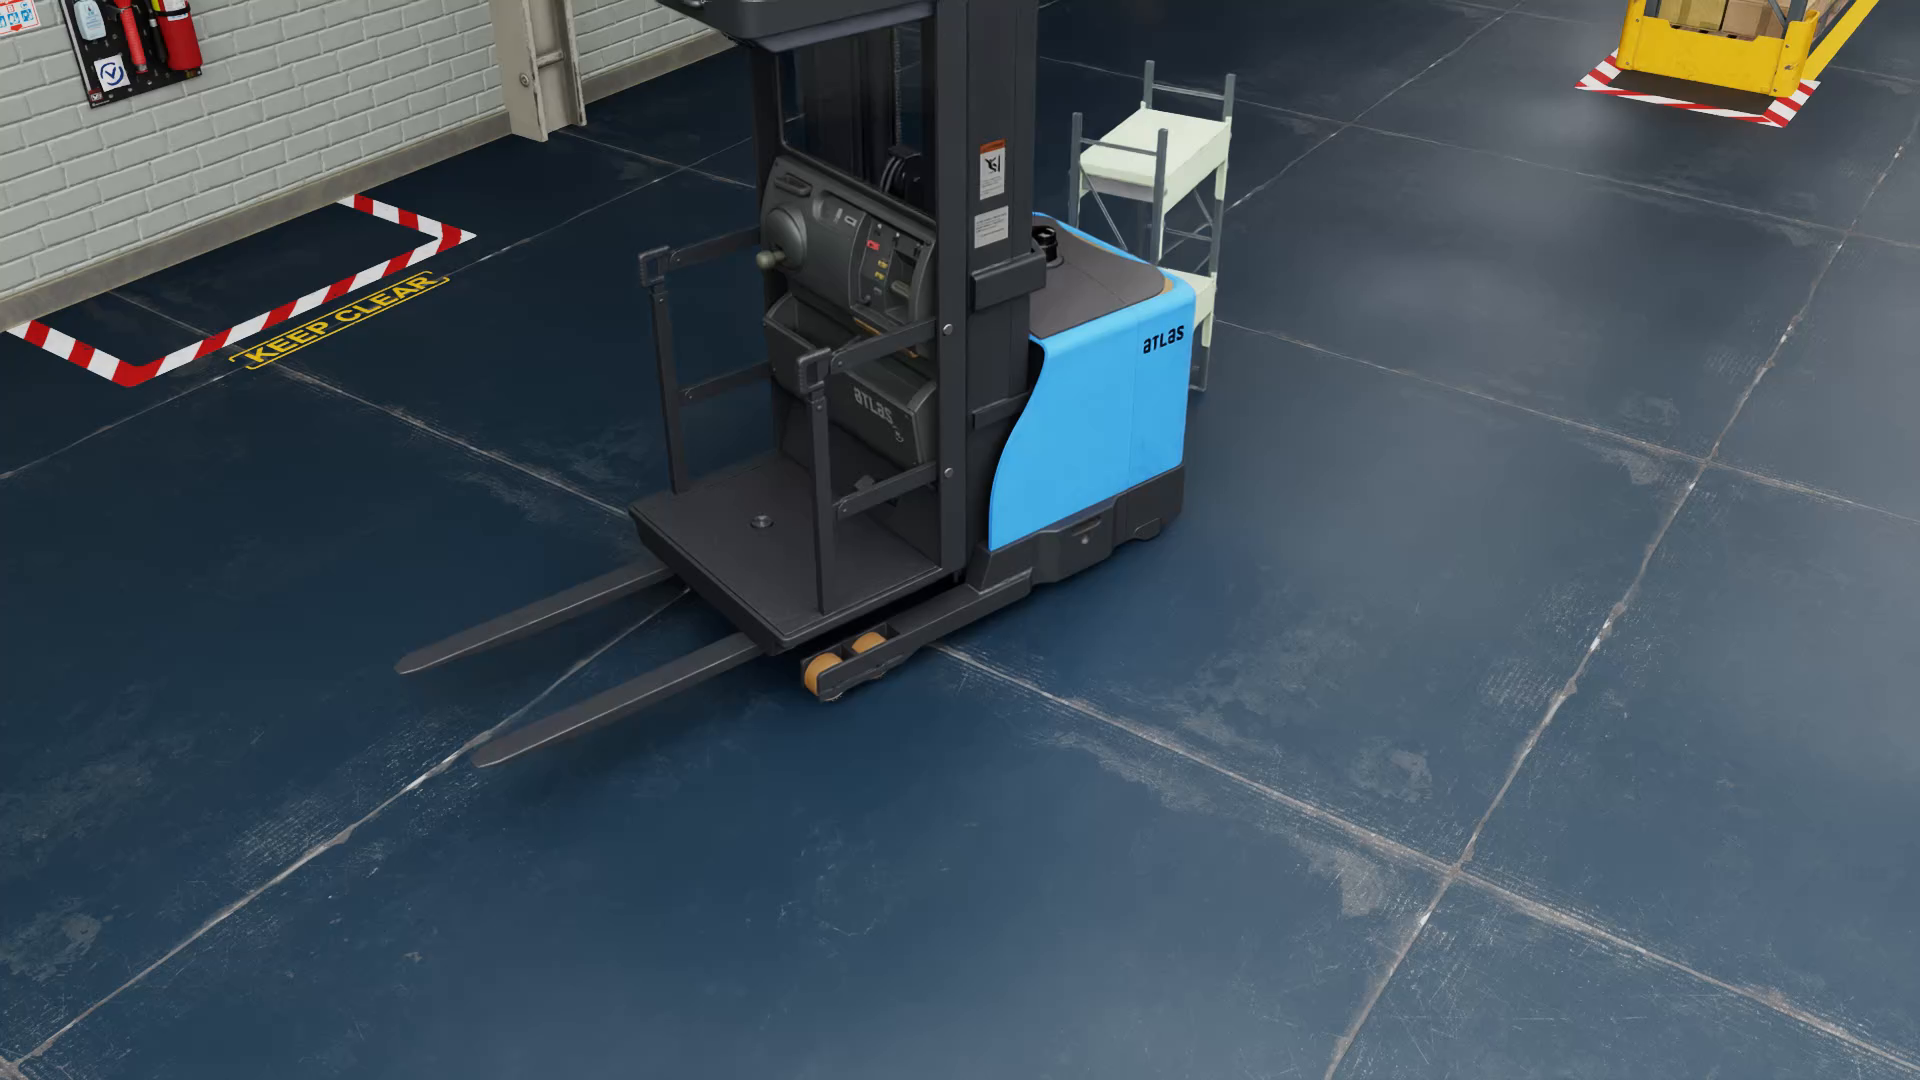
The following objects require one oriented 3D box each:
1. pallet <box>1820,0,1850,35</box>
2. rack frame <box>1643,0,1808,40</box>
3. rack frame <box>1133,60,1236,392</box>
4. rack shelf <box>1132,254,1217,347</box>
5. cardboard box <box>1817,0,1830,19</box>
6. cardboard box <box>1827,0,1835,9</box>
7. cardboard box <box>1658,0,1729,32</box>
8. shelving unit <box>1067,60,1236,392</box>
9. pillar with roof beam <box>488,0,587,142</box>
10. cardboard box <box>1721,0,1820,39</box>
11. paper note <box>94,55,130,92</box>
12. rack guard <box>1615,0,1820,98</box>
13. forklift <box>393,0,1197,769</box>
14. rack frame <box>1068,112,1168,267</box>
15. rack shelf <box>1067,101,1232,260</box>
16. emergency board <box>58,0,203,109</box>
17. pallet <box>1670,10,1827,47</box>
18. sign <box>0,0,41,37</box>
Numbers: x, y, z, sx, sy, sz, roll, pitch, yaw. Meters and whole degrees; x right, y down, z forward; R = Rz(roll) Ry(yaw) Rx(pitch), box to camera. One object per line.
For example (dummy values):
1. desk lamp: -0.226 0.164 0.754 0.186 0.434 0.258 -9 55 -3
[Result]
1. pallet: 6.264 -4.234 12.823 1.003 0.211 1.213 21 39 28
2. rack frame: 5.166 -4.465 10.675 1.000 3.000 0.127 21 39 28
3. rack frame: 0.972 -1.373 7.441 0.400 1.500 0.023 17 38 23
4. rack shelf: 0.798 -0.922 7.357 0.431 0.370 0.720 17 38 23
5. cardboard box: 5.937 -3.907 11.929 0.500 0.250 0.500 21 39 28
6. cardboard box: 6.222 -4.137 12.269 0.500 0.250 0.500 21 39 28
7. cardboard box: 5.229 -3.841 11.832 0.500 0.250 0.500 21 39 28
8. shelving unit: 0.798 -1.192 7.174 0.431 1.500 0.755 17 38 23
9. pillar with roof beam: 0.898 -4.993 6.100 9.100 9.000 0.400 21 39 28
10. cardboard box: 5.655 -3.676 11.587 0.500 0.250 0.500 21 39 28
11. paper note: -4.236 -2.333 8.309 0.016 0.148 0.142 21 39 28
12. rack guard: 5.152 -3.418 11.359 1.175 0.500 0.348 21 39 28
13. forklift: -0.559 -0.979 5.581 3.031 2.935 1.130 -24 41 -31
14. rack frame: 0.624 -1.012 6.907 0.400 1.500 0.023 17 38 23
15. rack shelf: 0.798 -1.516 6.956 0.431 0.370 0.720 17 38 23
16. emergency board: -4.079 -2.758 8.150 0.194 1.169 0.643 21 39 28
17. pallet: 5.568 -3.675 11.996 1.003 0.211 1.213 21 39 28
18. sign: -4.479 -2.551 7.813 0.001 0.329 0.234 21 39 28
